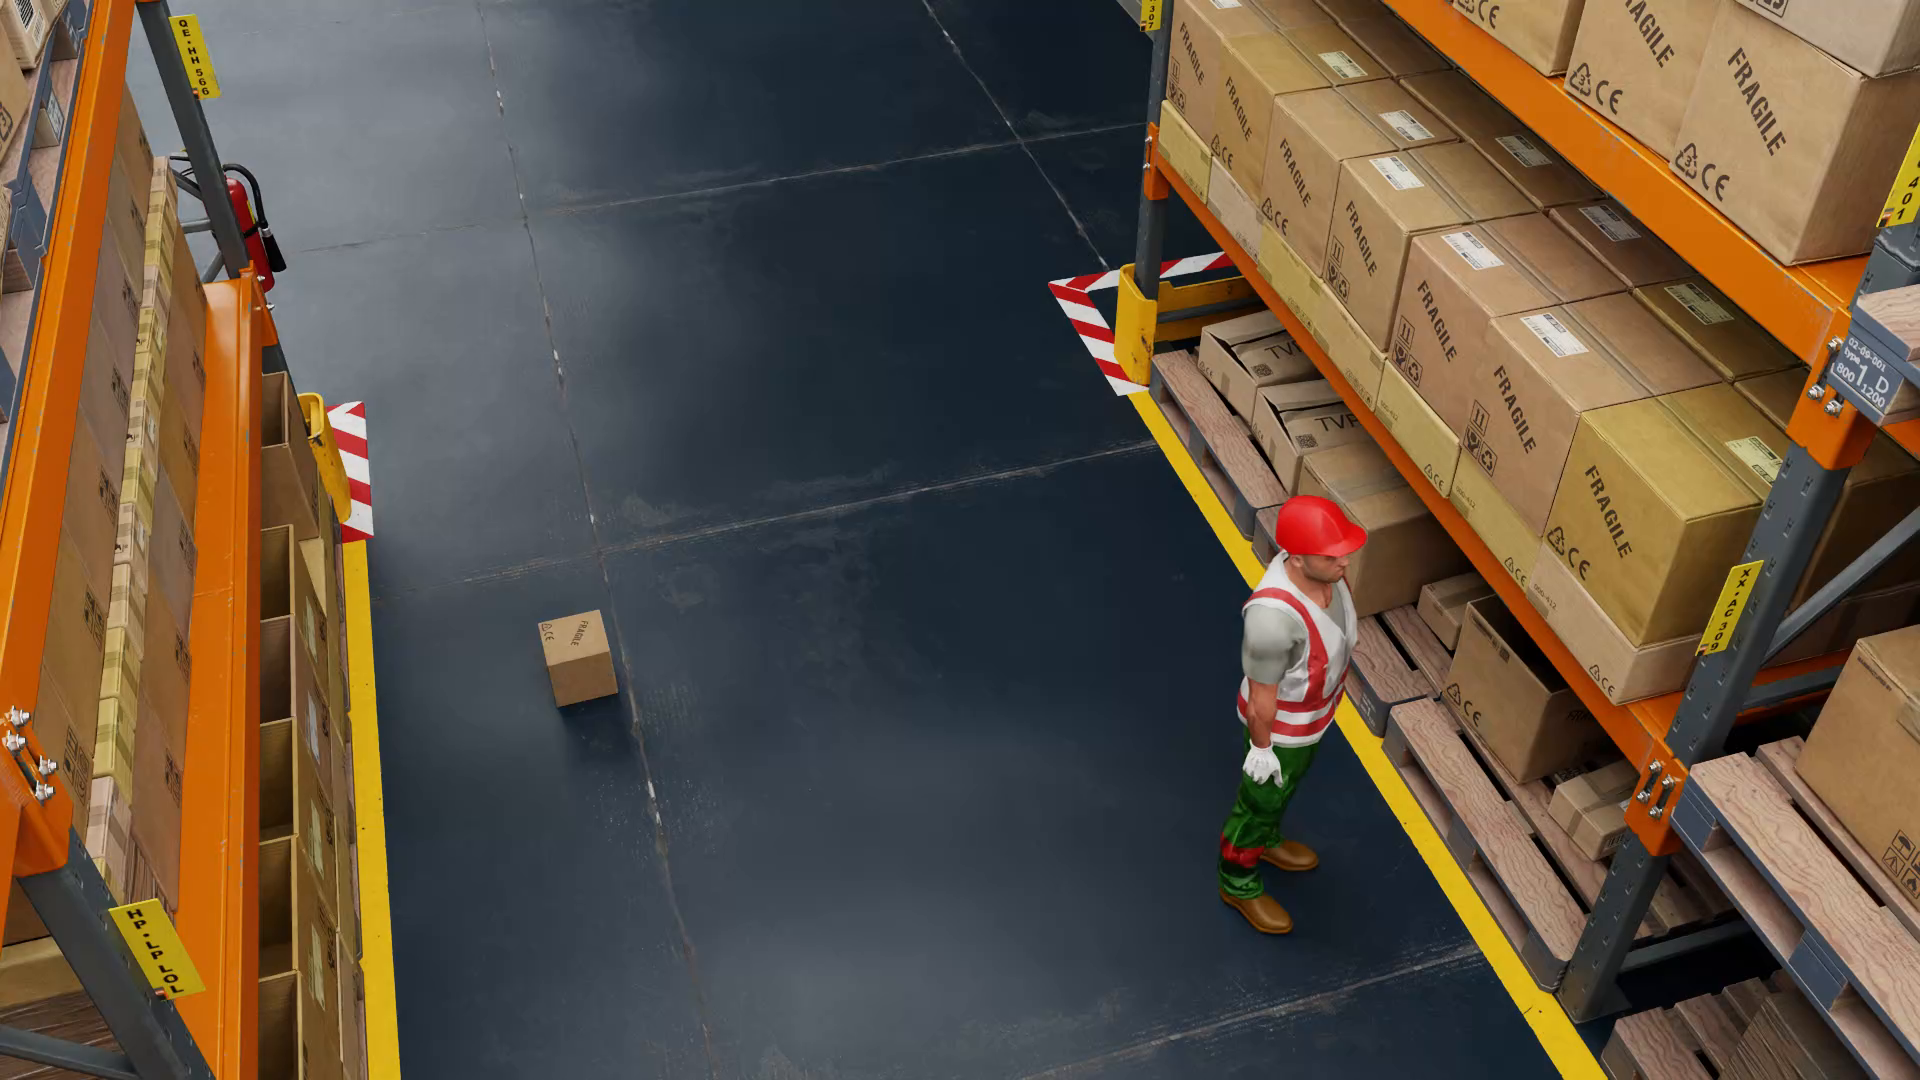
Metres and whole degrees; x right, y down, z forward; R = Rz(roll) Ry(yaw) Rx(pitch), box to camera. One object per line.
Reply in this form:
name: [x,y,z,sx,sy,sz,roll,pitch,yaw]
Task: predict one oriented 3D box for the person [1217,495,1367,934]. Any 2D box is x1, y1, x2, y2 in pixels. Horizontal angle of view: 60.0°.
person: [1.104,0.568,5.504,0.370,1.796,0.546,20,46,21]
